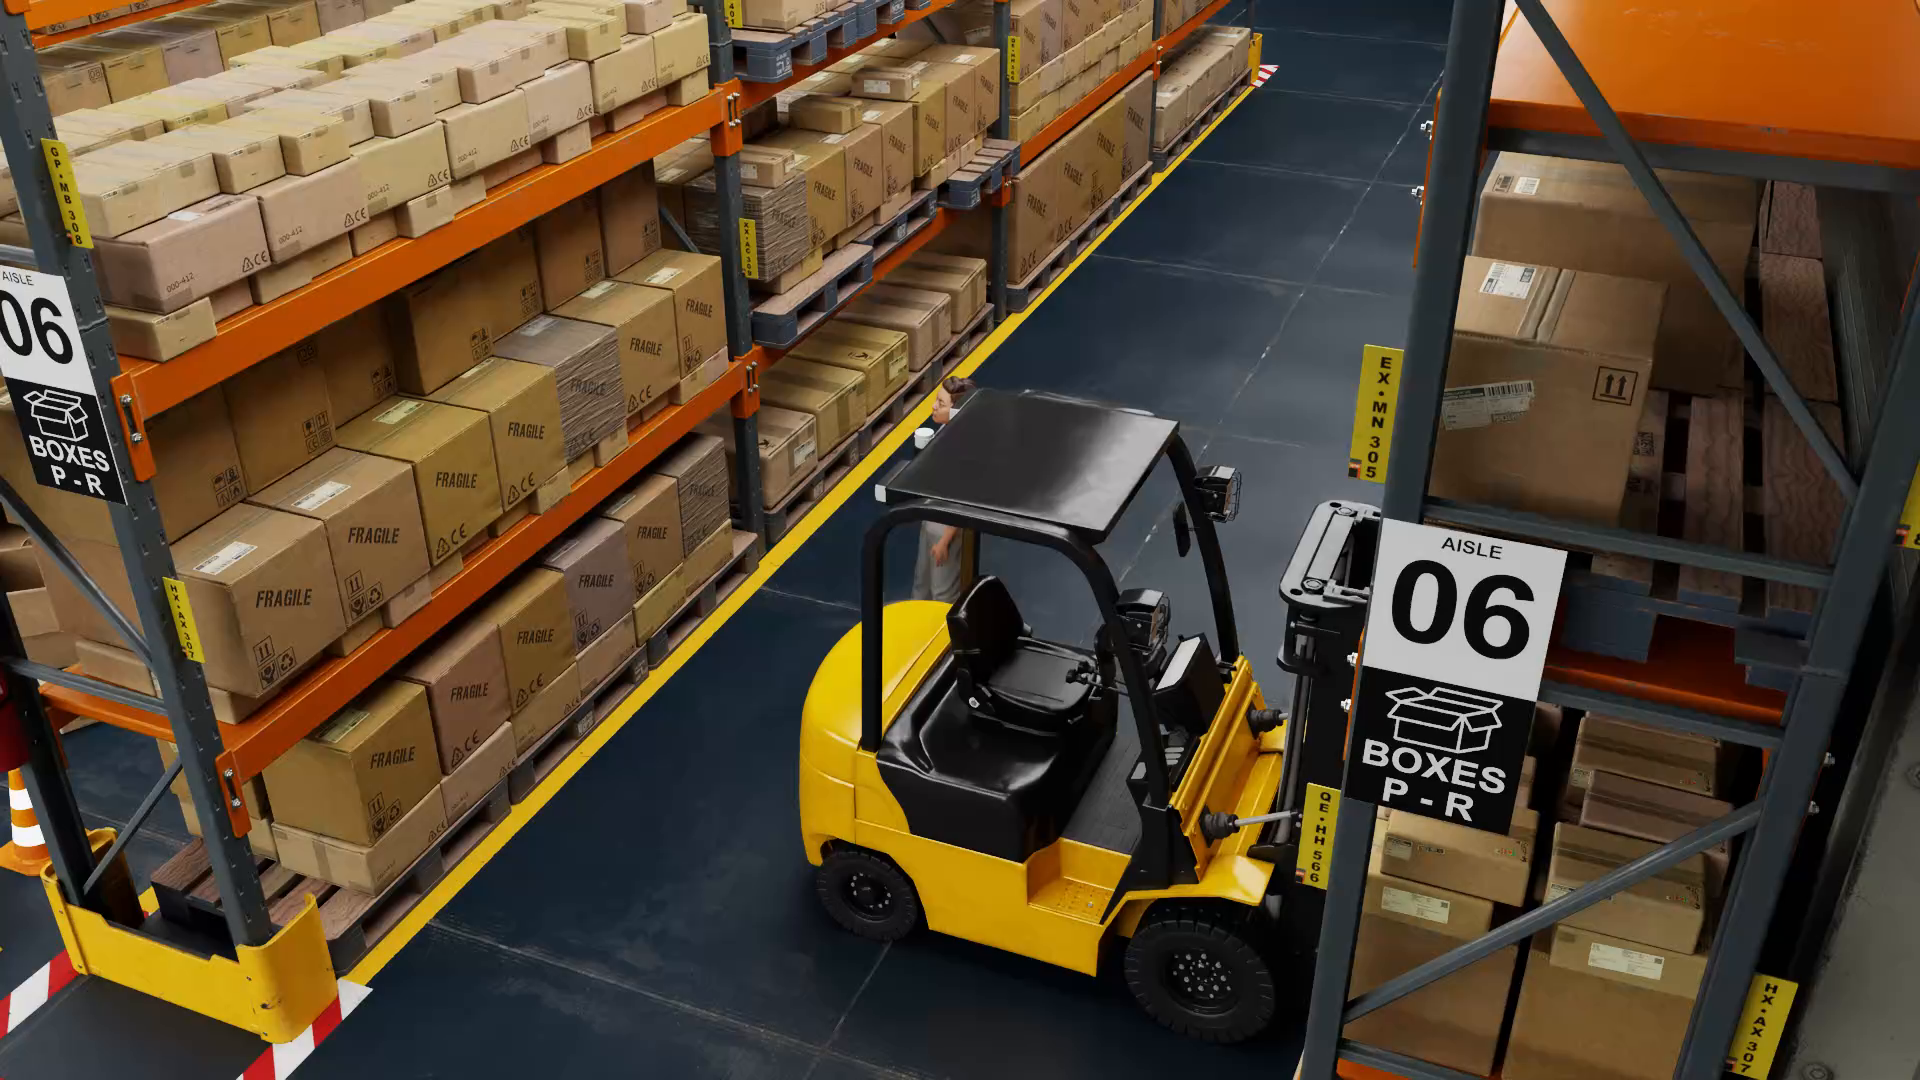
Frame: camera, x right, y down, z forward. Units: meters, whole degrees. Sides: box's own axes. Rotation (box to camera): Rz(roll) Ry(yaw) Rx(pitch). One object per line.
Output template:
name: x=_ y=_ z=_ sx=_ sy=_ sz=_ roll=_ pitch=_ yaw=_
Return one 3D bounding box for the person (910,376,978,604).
person: x=-0.138 y=-0.064 z=8.525 sx=0.548 sy=1.635 sz=0.549 roll=-3 pitch=30 yaw=-6
